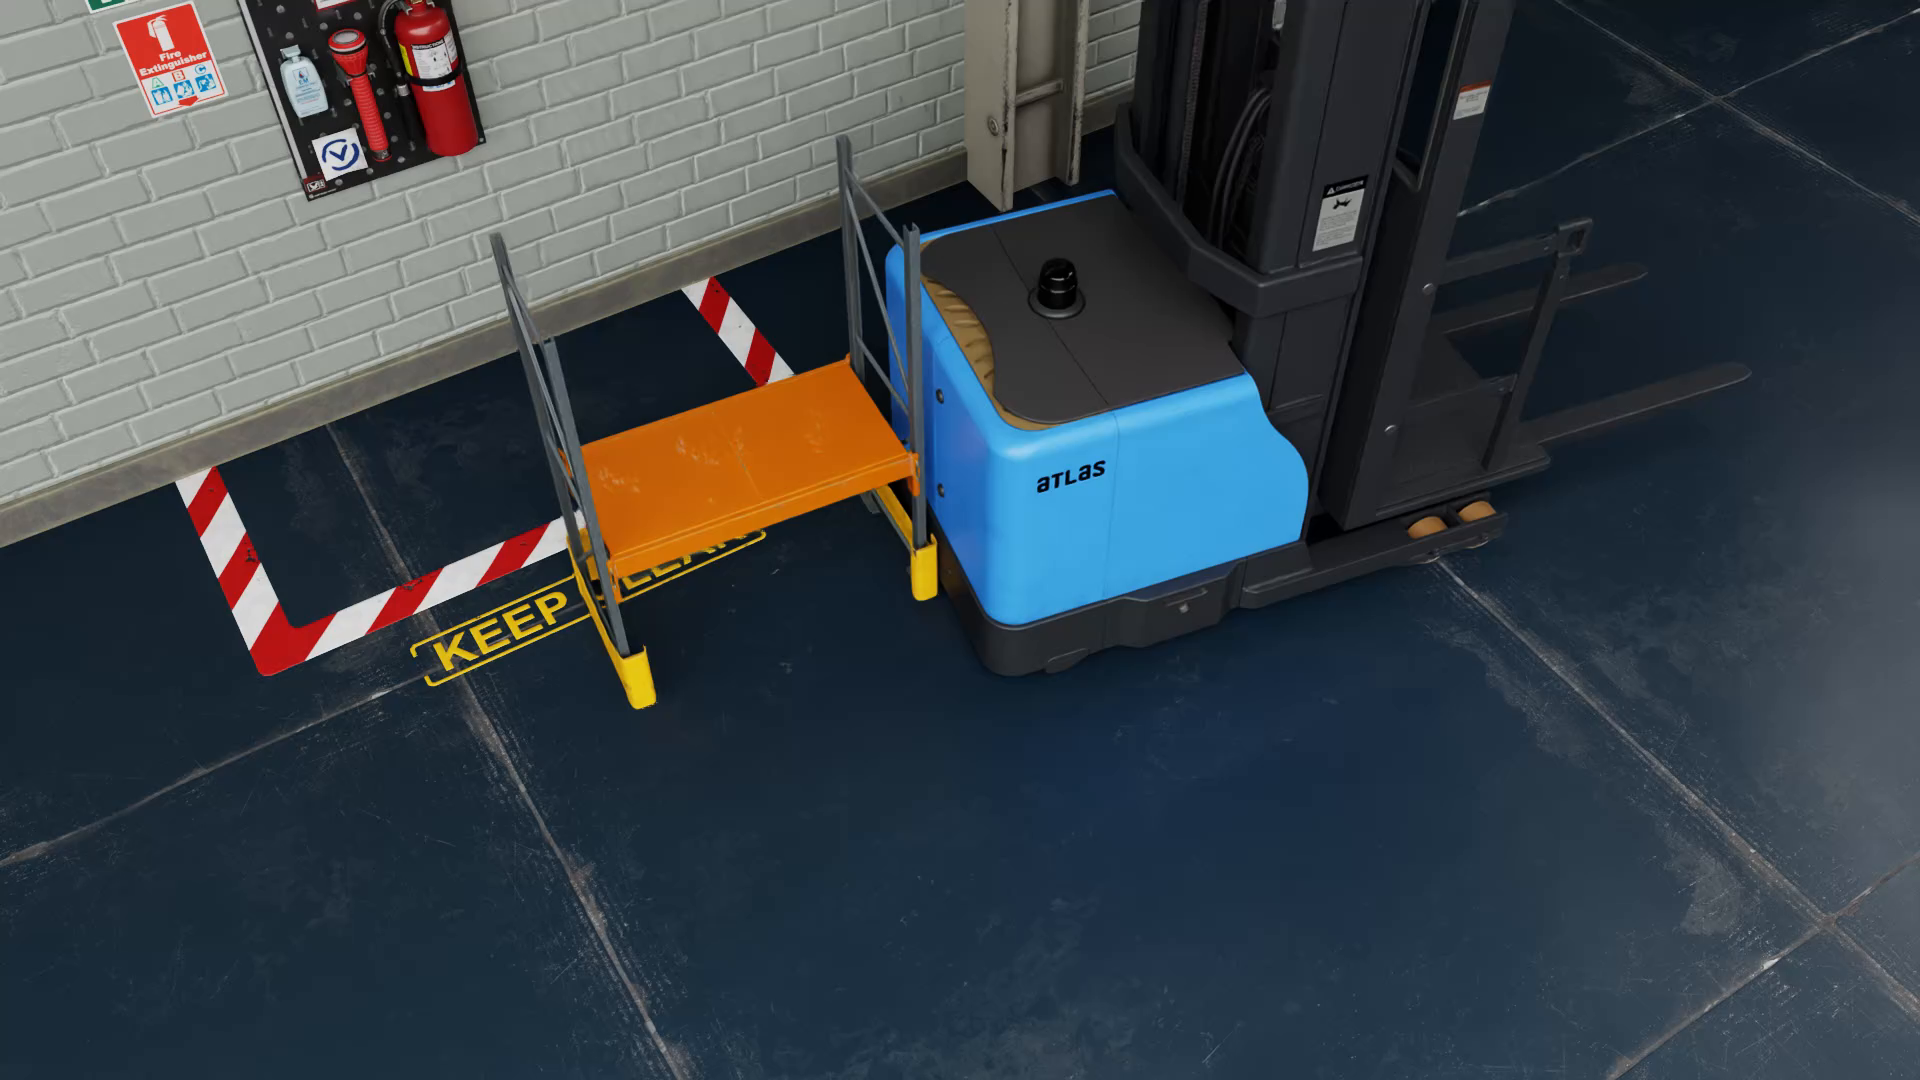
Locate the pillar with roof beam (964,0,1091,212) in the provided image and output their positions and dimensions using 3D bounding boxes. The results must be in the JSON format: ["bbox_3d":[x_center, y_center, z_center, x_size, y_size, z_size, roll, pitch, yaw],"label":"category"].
[{"bbox_3d":[2.560,-1.823,1.348,0.400,9.000,9.100,-25,53,-21],"label":"pillar with roof beam"}]

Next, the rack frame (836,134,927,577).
[{"bbox_3d":[-0.233,-0.499,5.190,0.032,1.500,0.500,-20,51,-17],"label":"rack frame"}]

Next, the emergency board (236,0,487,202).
[{"bbox_3d":[-1.848,-1.587,5.154,0.643,1.169,0.194,-25,53,-21],"label":"emergency board"}]

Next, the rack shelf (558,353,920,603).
[{"bbox_3d":[-0.688,-0.210,5.173,1.000,0.185,0.538,-20,51,-17],"label":"rack shelf"}]

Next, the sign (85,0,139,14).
[{"bbox_3d":[-2.362,-1.616,4.802,0.331,0.109,0.001,-25,53,-21],"label":"sign"}]

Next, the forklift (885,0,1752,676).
[{"bbox_3d":[1.324,-1.247,4.898,3.031,2.935,1.130,-16,50,-14],"label":"forklift"}]

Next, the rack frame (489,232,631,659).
[{"bbox_3d":[-1.143,-0.160,4.888,0.032,1.500,0.500,-20,51,-17],"label":"rack frame"}]

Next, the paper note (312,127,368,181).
[{"bbox_3d":[-2.034,-1.267,5.459,0.142,0.148,0.016,-25,53,-21],"label":"paper note"}]

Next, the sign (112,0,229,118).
[{"bbox_3d":[-2.370,-1.443,5.003,0.234,0.329,0.001,-25,53,-21],"label":"sign"}]

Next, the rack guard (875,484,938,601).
[{"bbox_3d":[-0.234,-0.083,5.656,0.087,0.250,0.587,-20,51,-17],"label":"rack guard"}]

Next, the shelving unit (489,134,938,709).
[{"bbox_3d":[-0.680,-0.332,5.042,1.083,1.500,0.587,-20,51,-17],"label":"shelving unit"}]

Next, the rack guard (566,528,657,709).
[{"bbox_3d":[-1.126,0.249,5.361,0.087,0.250,0.587,-20,51,-17],"label":"rack guard"}]
